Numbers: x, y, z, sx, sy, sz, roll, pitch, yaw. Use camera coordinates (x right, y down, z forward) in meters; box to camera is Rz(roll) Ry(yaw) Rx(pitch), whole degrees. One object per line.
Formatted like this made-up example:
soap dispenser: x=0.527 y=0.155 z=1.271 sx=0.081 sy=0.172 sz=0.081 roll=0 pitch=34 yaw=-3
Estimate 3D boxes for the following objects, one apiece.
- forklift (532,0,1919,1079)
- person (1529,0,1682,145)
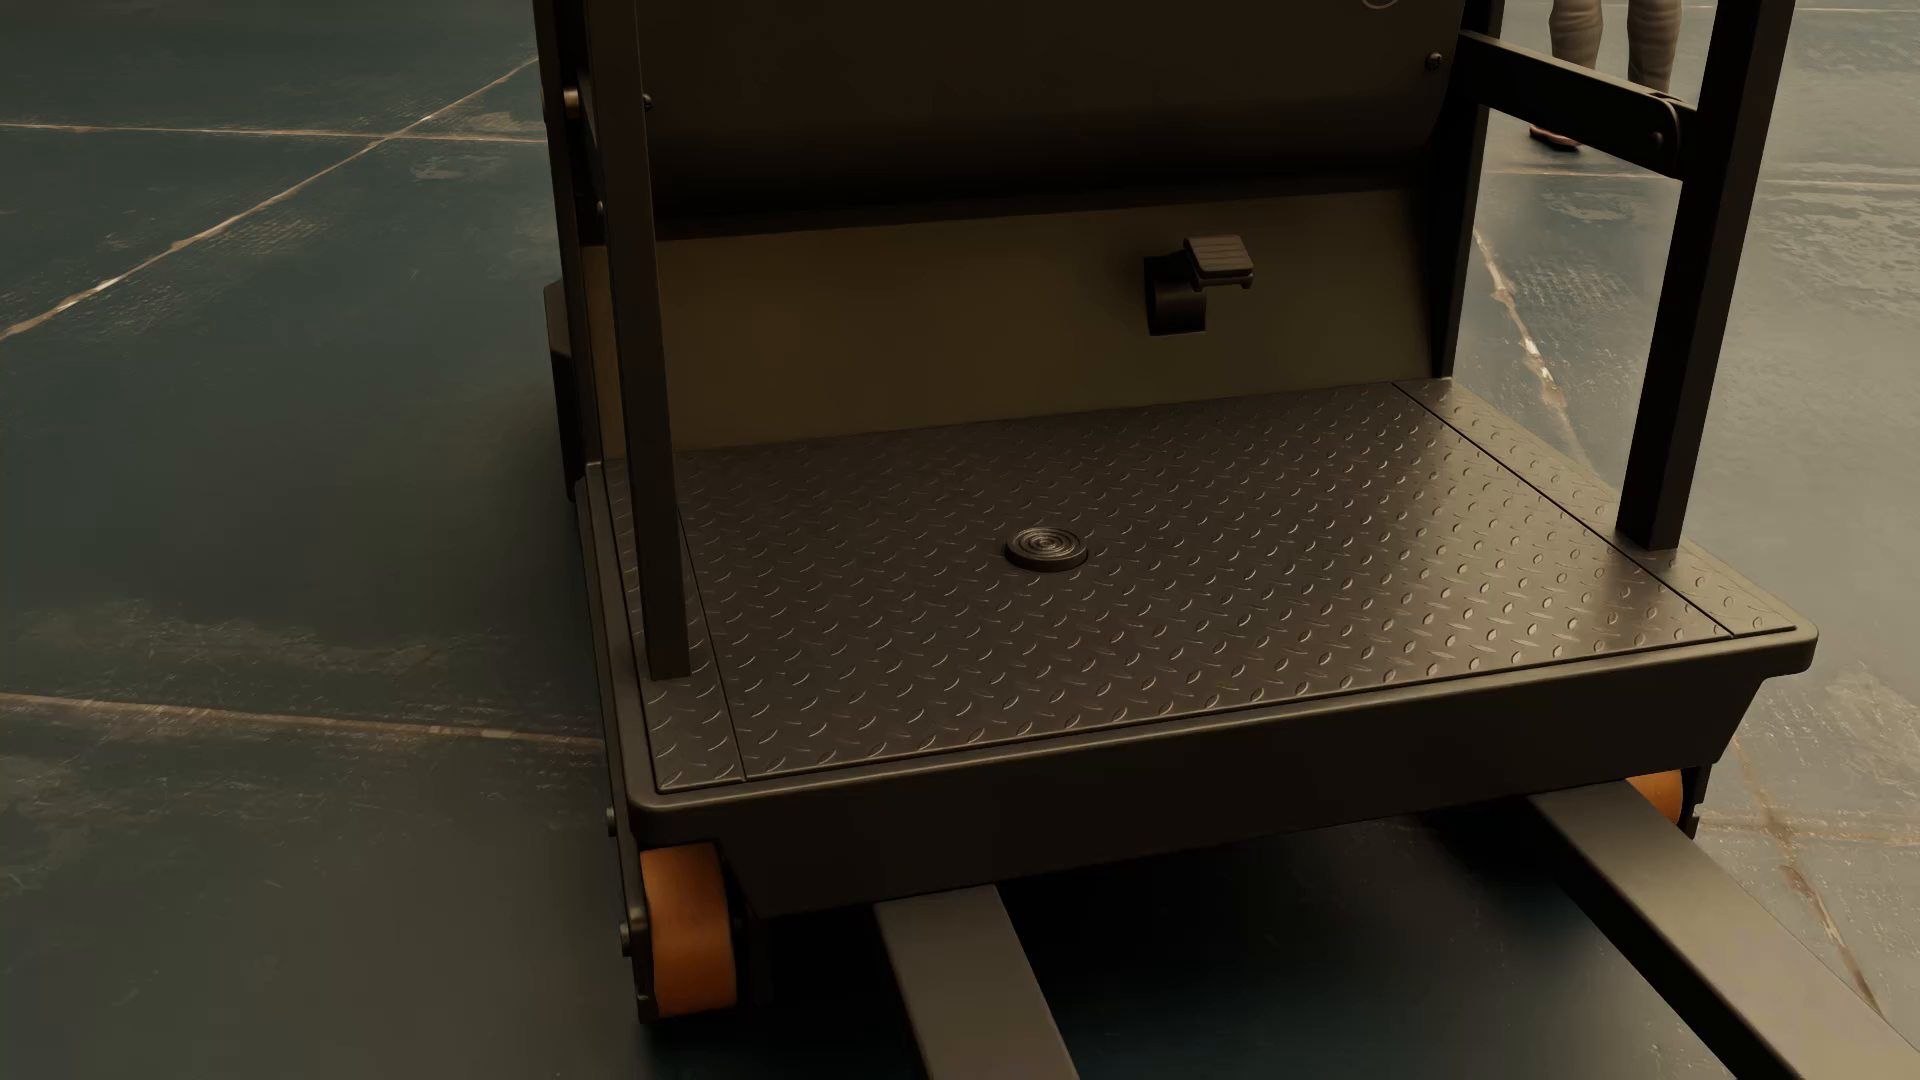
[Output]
forklift: x=0.153 y=-1.049 z=1.319 sx=1.130 sy=2.935 sz=3.031 roll=-7 pitch=27 yaw=-13
person: x=1.782 y=-1.899 z=4.438 sx=0.550 sy=1.654 sz=0.504 roll=5 pitch=27 yaw=10
